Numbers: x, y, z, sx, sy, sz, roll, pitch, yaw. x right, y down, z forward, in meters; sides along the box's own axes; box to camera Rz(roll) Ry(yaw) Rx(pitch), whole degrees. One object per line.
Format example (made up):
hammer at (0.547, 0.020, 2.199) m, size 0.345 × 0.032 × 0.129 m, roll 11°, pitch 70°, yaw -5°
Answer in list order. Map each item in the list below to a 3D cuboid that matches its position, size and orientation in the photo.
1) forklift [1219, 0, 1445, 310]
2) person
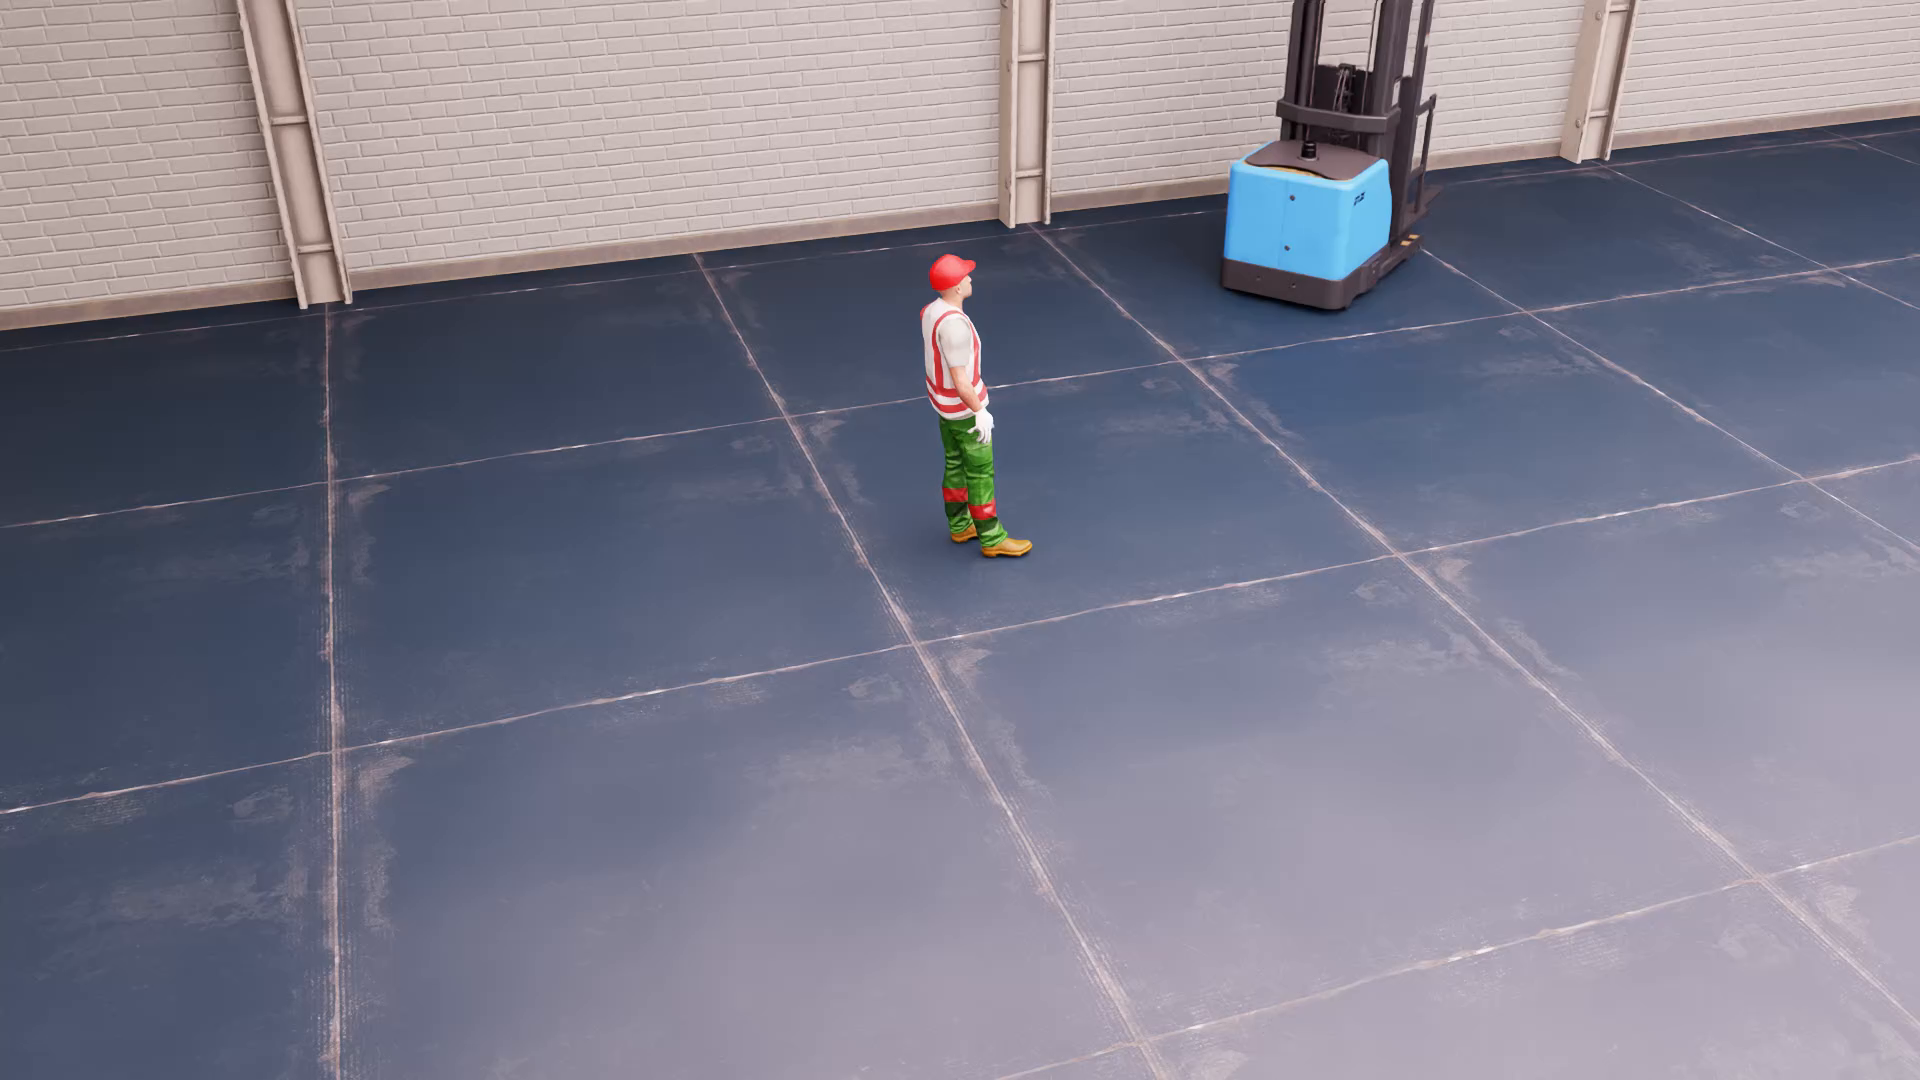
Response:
forklift at (3.326, -3.766, 13.632) m, size 1.130 × 2.935 × 3.031 m, roll 18°, pitch 34°, yaw 28°
person at (0.080, -0.789, 9.588) m, size 0.564 × 1.787 × 0.637 m, roll -10°, pitch 31°, yaw -16°
